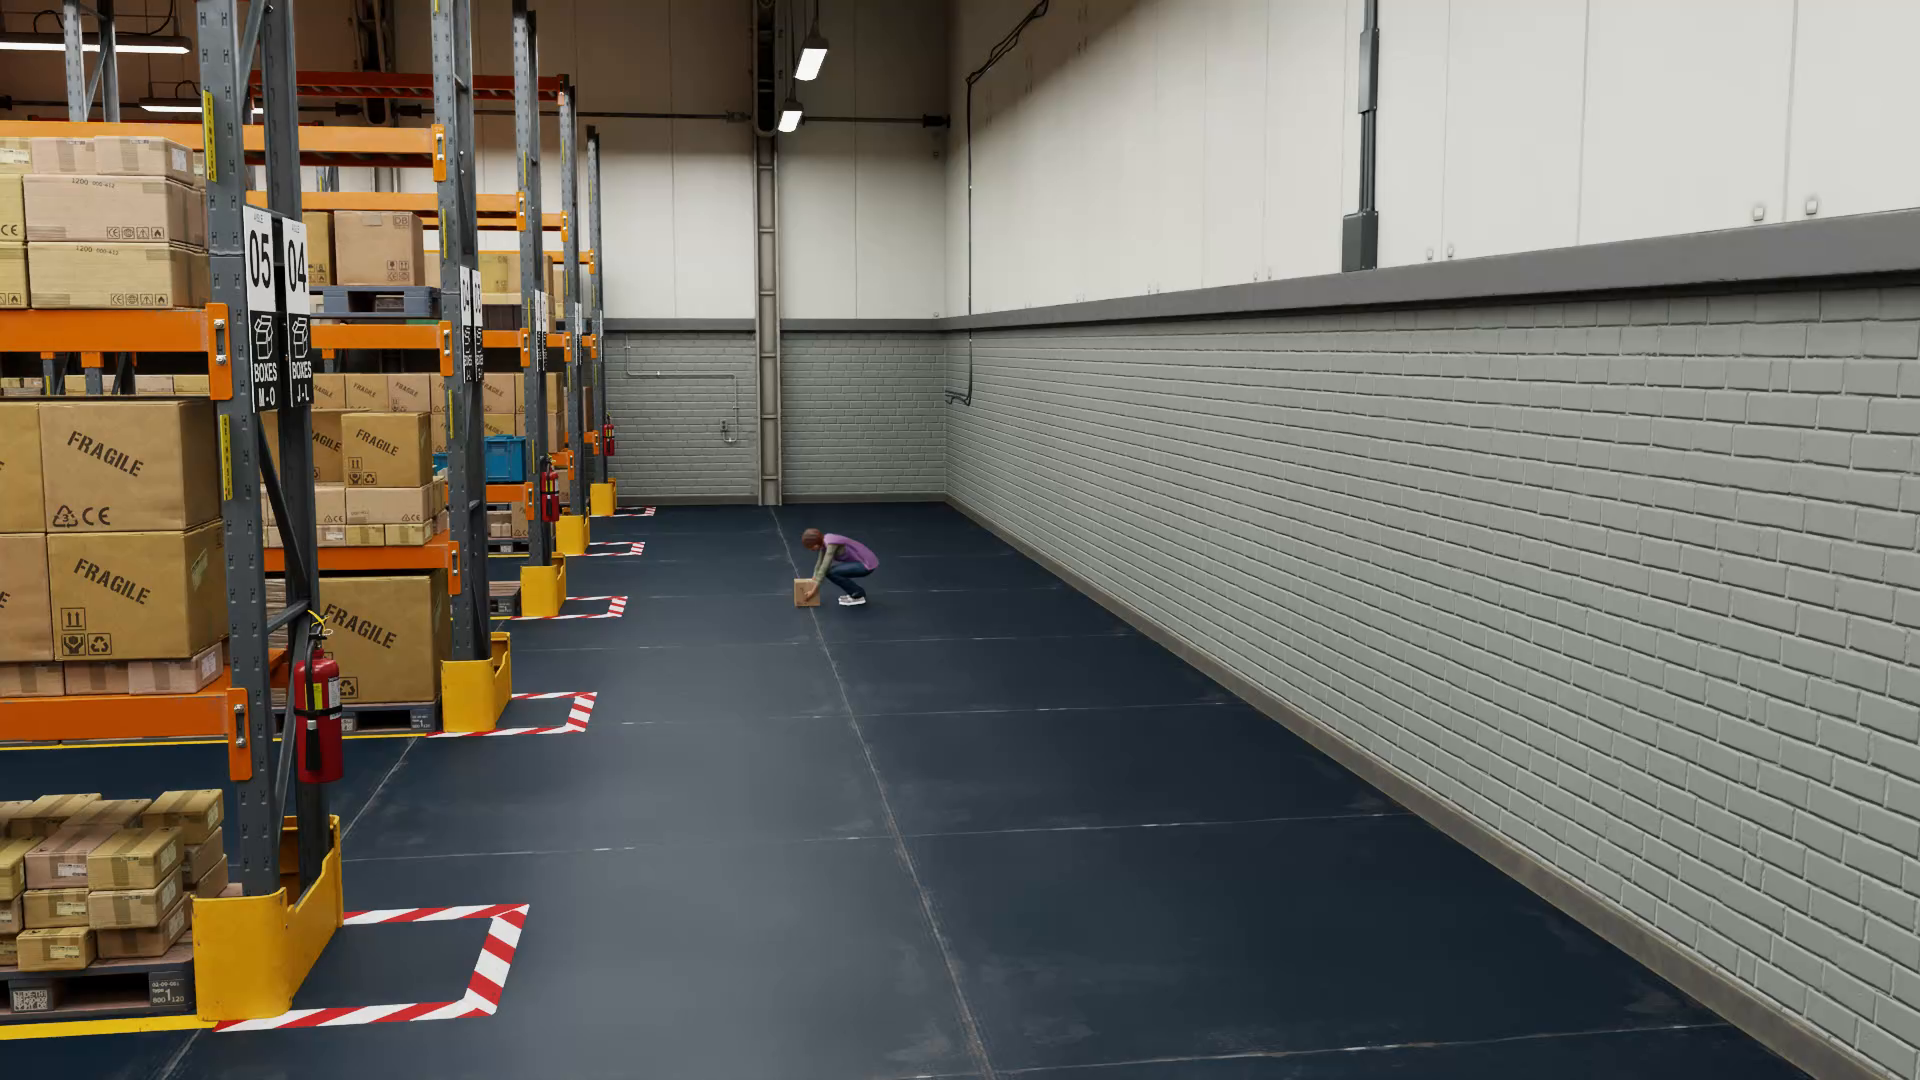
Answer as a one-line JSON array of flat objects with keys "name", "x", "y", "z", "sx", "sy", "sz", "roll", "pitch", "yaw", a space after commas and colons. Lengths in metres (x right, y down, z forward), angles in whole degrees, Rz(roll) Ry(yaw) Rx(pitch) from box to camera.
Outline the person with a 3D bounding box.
[{"name": "person", "x": -3.227, "y": -1.465, "z": 21.646, "sx": 3.339, "sy": 3.198, "sz": 10.192, "roll": -1, "pitch": 7, "yaw": -9}]
